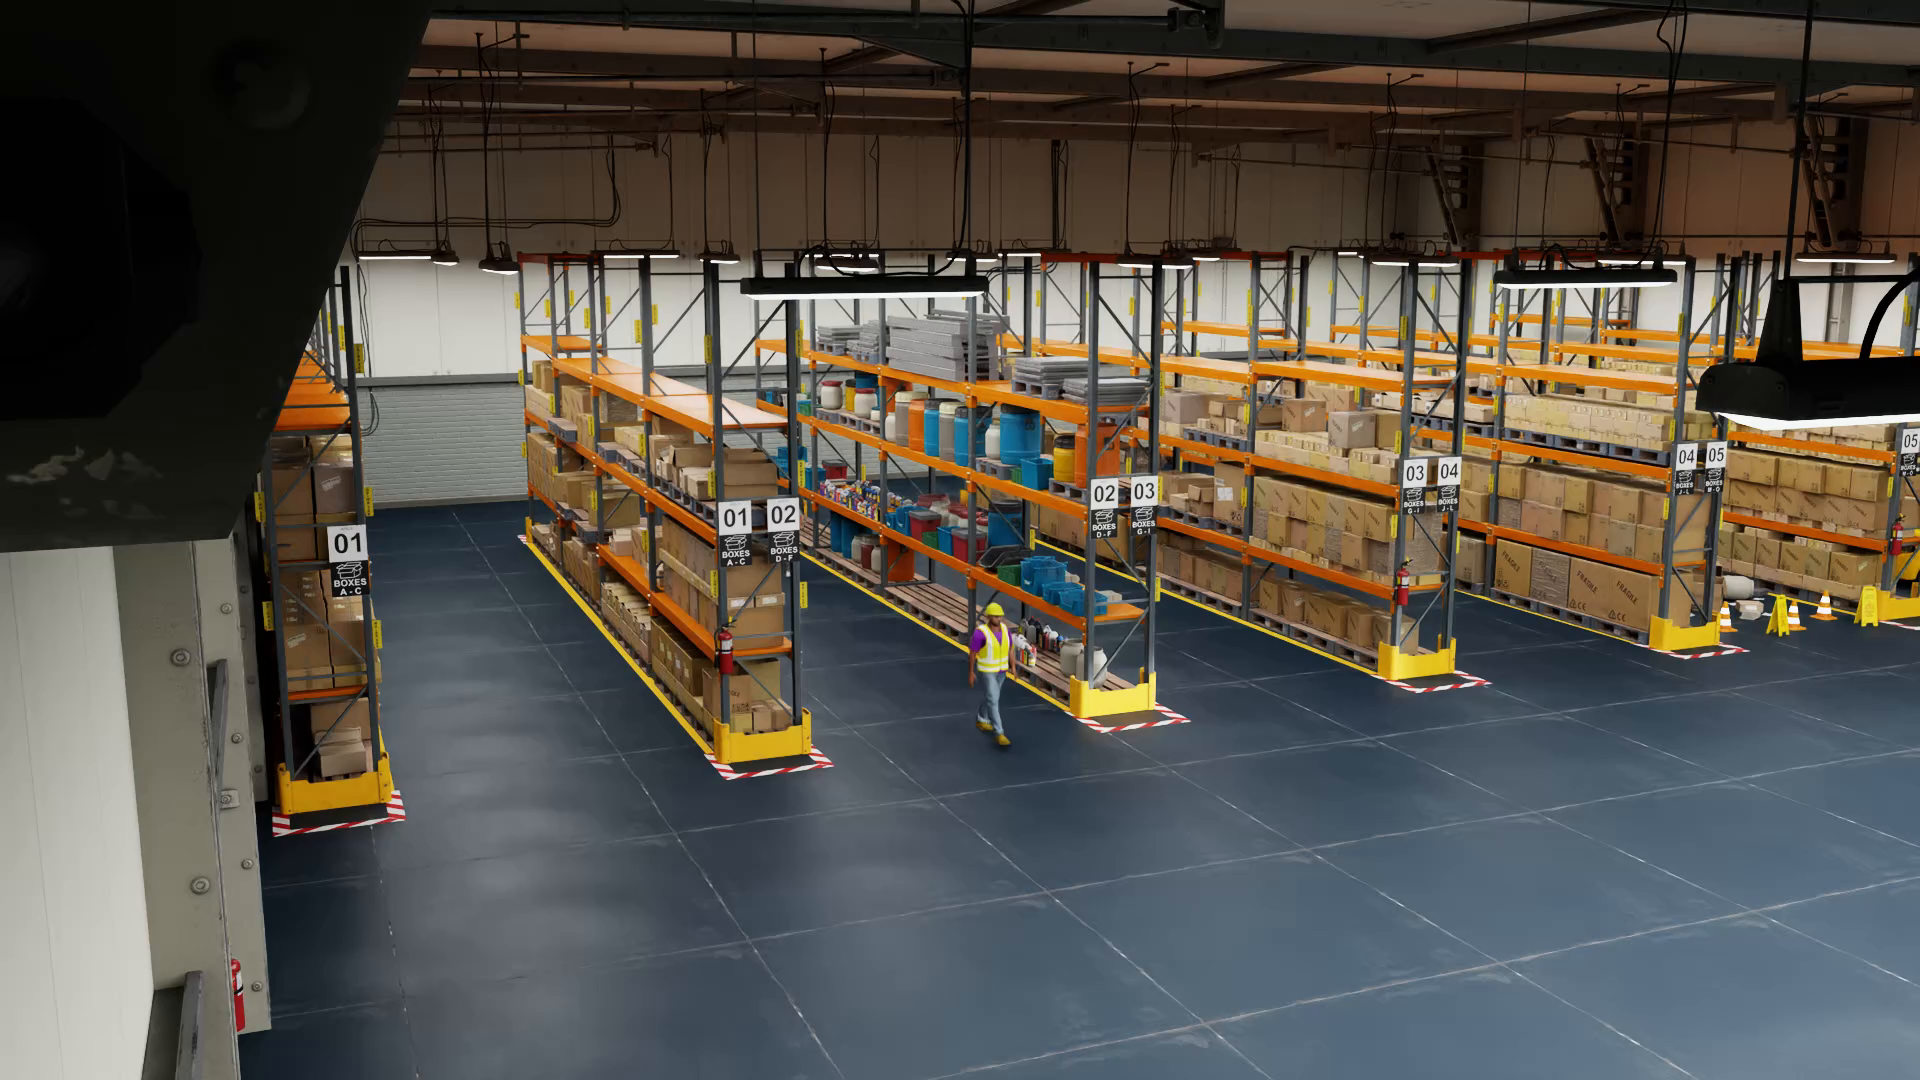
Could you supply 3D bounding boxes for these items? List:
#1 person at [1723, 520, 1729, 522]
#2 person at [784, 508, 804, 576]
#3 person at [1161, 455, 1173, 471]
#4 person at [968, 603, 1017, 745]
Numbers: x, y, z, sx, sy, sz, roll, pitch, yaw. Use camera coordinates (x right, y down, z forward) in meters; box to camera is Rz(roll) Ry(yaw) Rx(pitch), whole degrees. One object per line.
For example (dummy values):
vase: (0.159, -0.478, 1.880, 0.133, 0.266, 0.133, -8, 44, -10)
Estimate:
person: (16.355, -0.869, 35.015, 0.526, 1.792, 0.683, -7, 13, -35)
person: (-3.189, -0.075, 31.089, 0.570, 1.575, 0.695, -2, 11, -12)
person: (5.518, -2.613, 44.622, 0.997, 1.684, 0.536, -9, 13, -39)
person: (0.457, 1.654, 21.090, 0.609, 1.714, 0.961, -9, 13, -39)
